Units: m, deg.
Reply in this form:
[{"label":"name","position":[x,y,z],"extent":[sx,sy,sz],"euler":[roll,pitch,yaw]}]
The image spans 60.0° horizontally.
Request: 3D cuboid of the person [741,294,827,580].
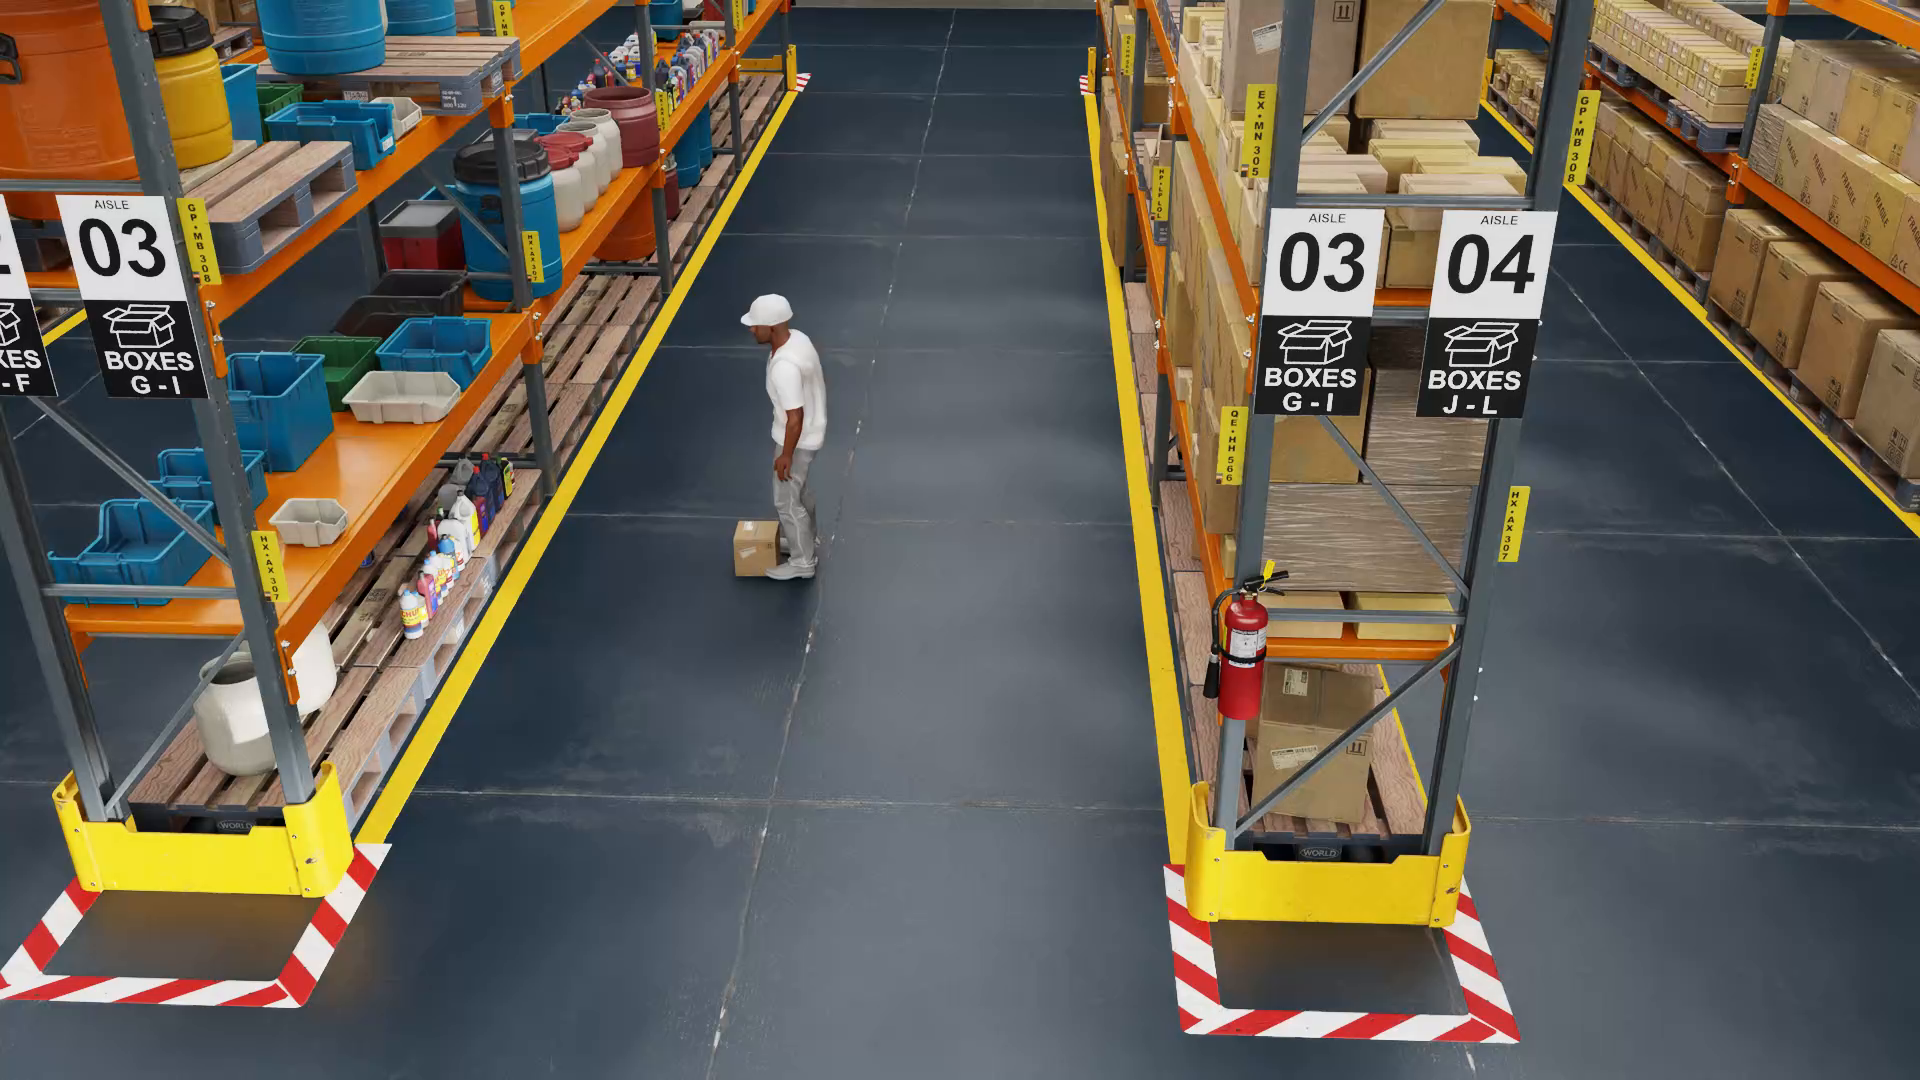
[{"label":"person","position":[-1.007,-0.611,9.761],"extent":[0.462,1.759,0.633],"euler":[-1,28,-1]}]
